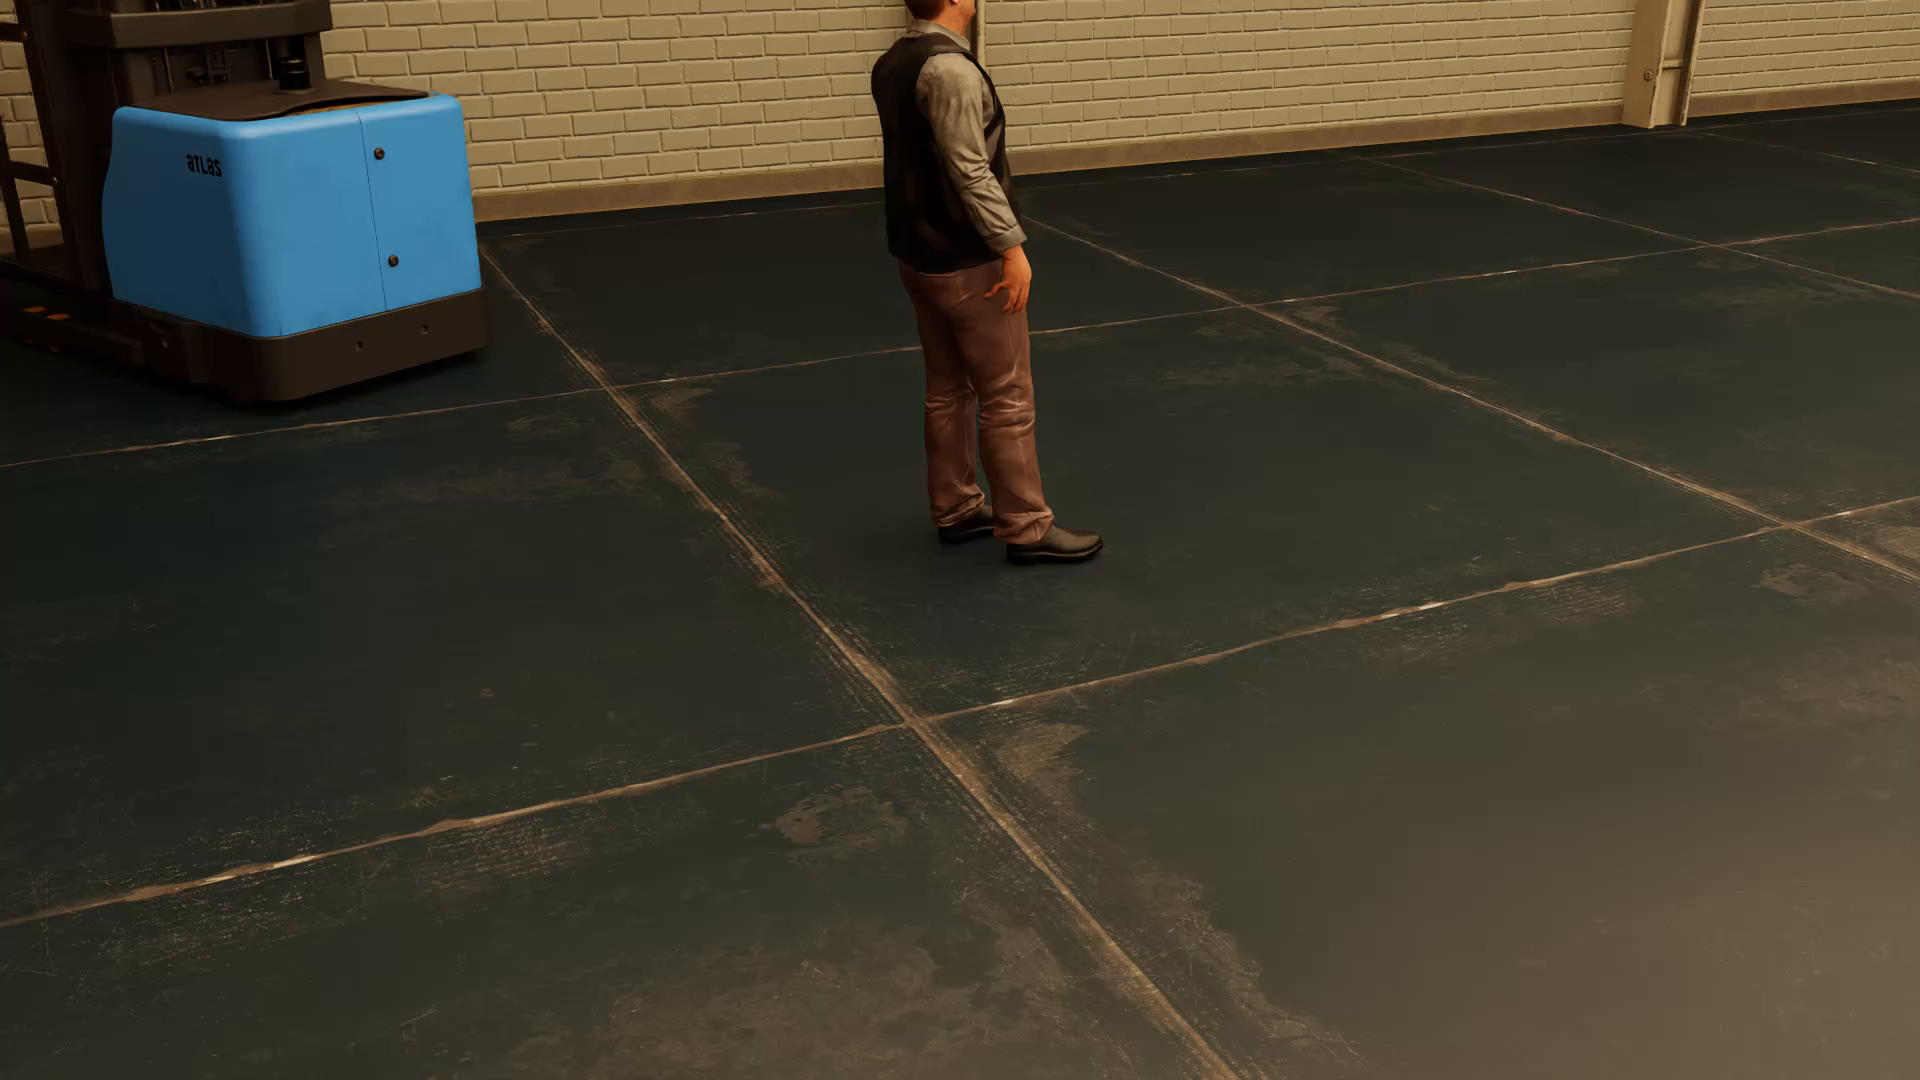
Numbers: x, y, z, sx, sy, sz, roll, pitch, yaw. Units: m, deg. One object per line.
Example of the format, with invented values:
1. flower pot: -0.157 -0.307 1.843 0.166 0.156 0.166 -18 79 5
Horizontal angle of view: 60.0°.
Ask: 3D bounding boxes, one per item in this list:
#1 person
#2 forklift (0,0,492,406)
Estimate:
1. person: 0.060 -0.809 4.792 0.566 1.722 0.633 -10 25 -23
2. forklift: -3.427 -2.288 6.793 3.031 2.935 1.130 16 27 33
